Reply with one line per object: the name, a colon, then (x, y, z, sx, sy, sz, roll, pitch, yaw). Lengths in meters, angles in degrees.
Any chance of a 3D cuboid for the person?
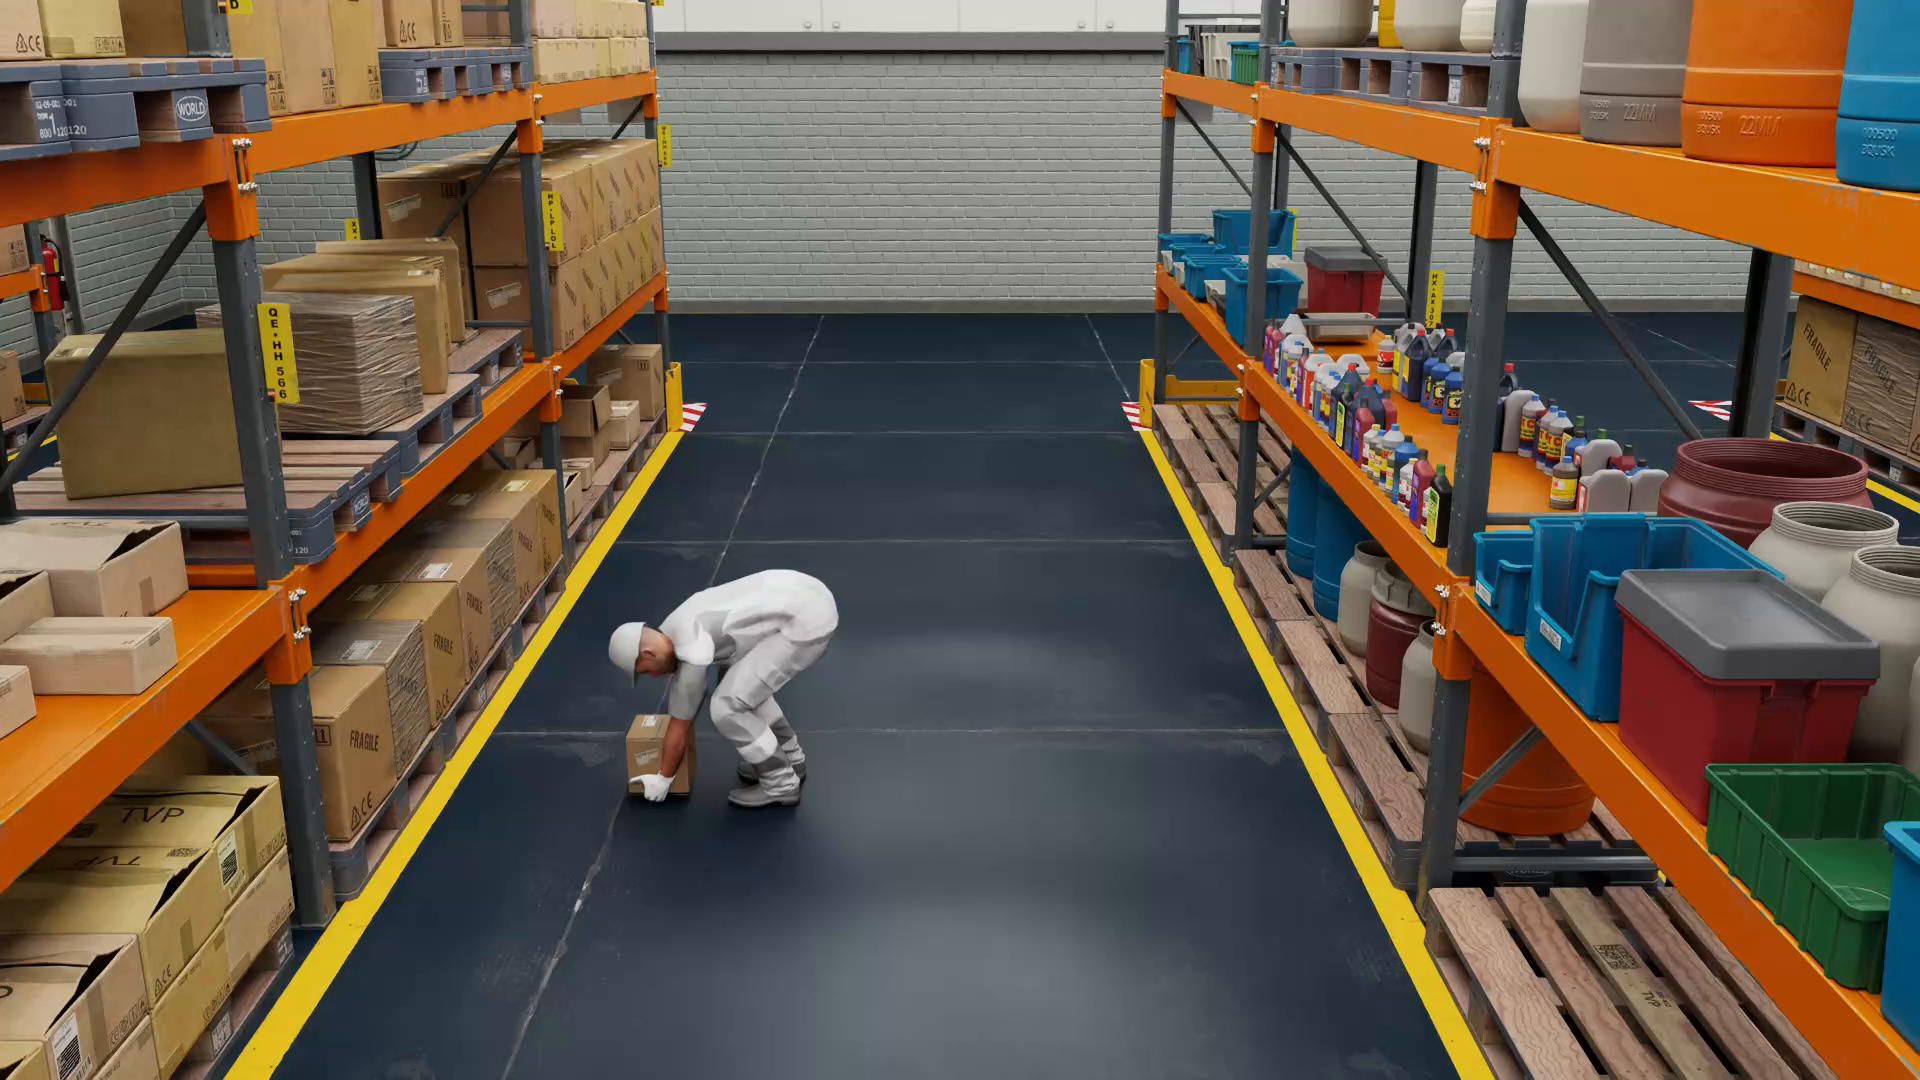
person: (-0.975, 0.607, 6.930, 0.949, 0.956, 0.533, -1, 17, -3)
